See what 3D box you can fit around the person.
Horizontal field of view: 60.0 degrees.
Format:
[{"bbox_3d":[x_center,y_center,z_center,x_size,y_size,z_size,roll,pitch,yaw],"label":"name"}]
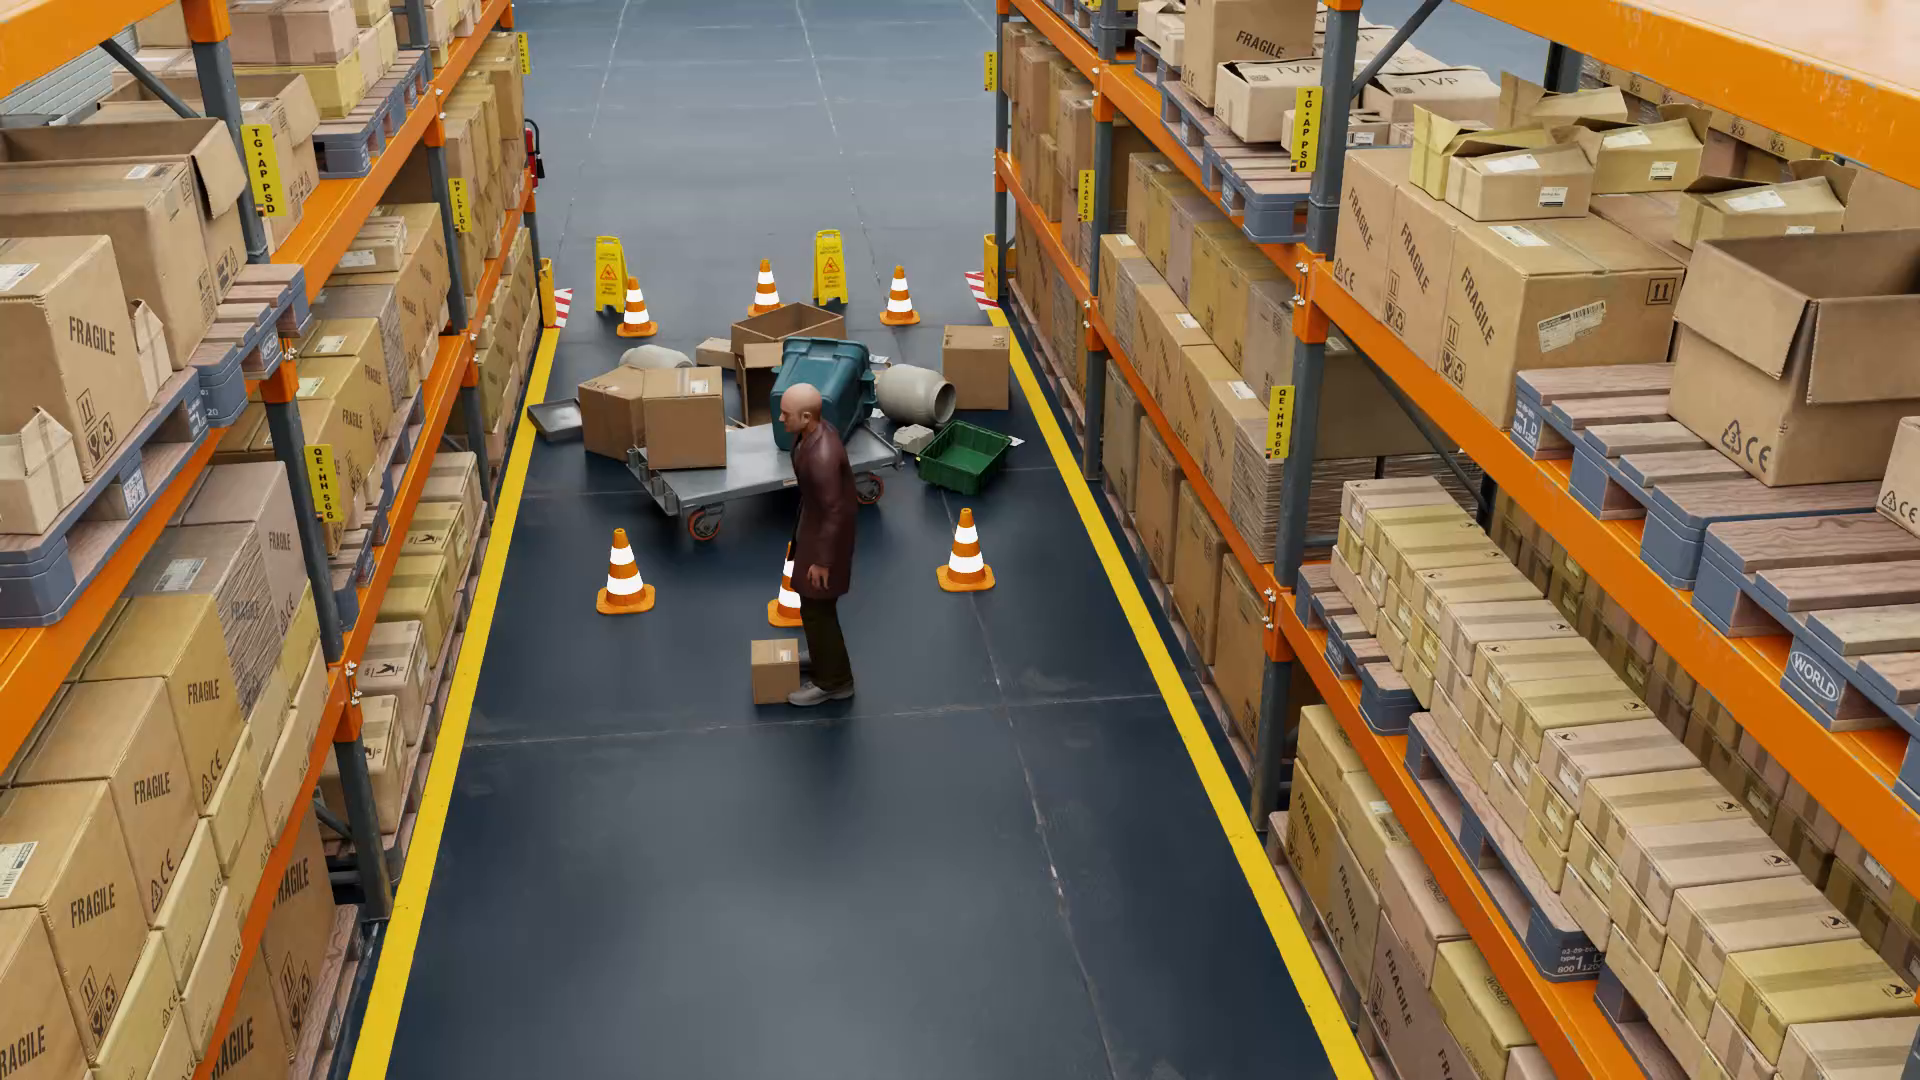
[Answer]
[{"bbox_3d":[-0.740,0.012,8.611,0.427,1.773,0.651,-5,27,-10],"label":"person"}]
